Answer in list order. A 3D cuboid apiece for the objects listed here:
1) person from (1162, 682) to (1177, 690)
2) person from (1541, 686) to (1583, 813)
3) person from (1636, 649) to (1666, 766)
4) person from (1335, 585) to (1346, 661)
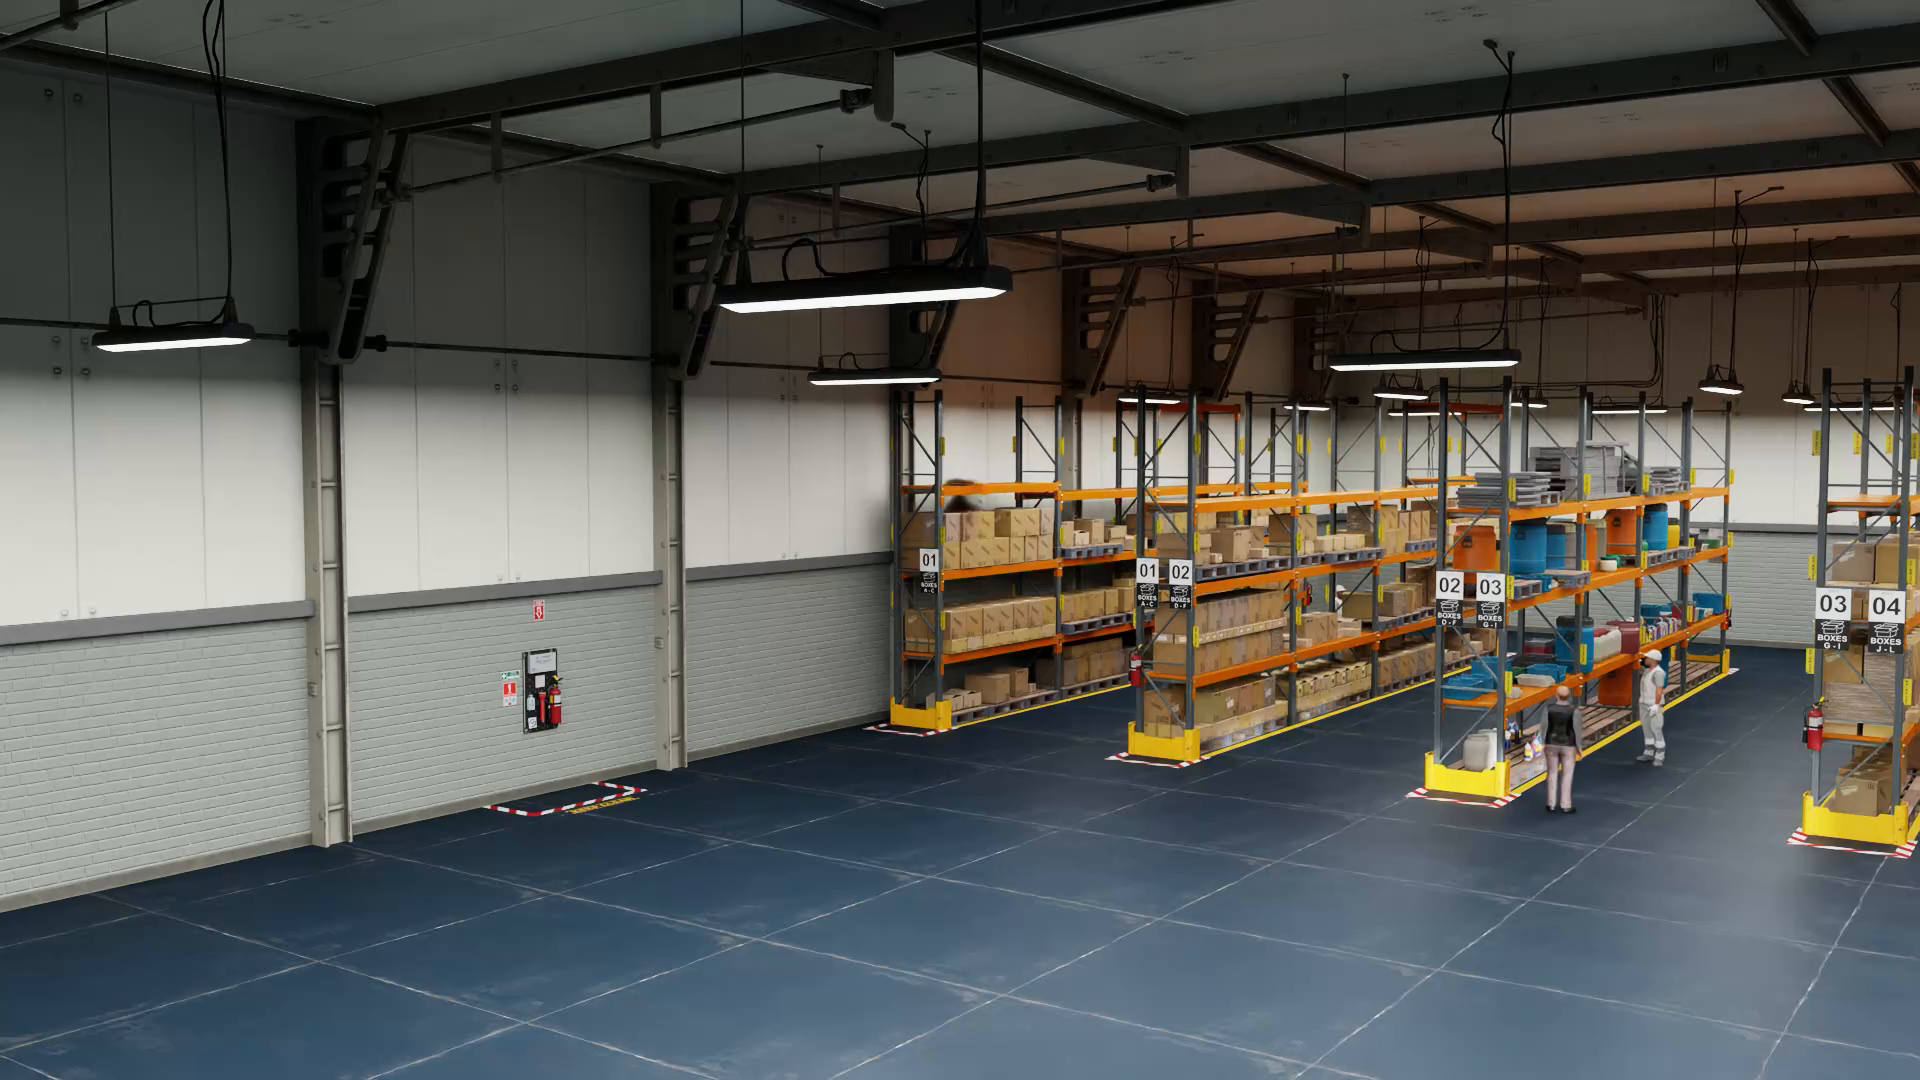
[{"bbox_3d":[3.952,2.468,30.795,0.572,1.522,1.006,2,4,36],"label":"person"},{"bbox_3d":[8.251,2.855,22.796,0.553,1.729,0.391,2,4,34],"label":"person"},{"bbox_3d":[10.937,2.641,26.297,0.399,1.833,0.557,-1,3,-17],"label":"person"},{"bbox_3d":[8.837,1.937,38.652,0.641,1.787,0.517,-2,4,-32],"label":"person"}]
